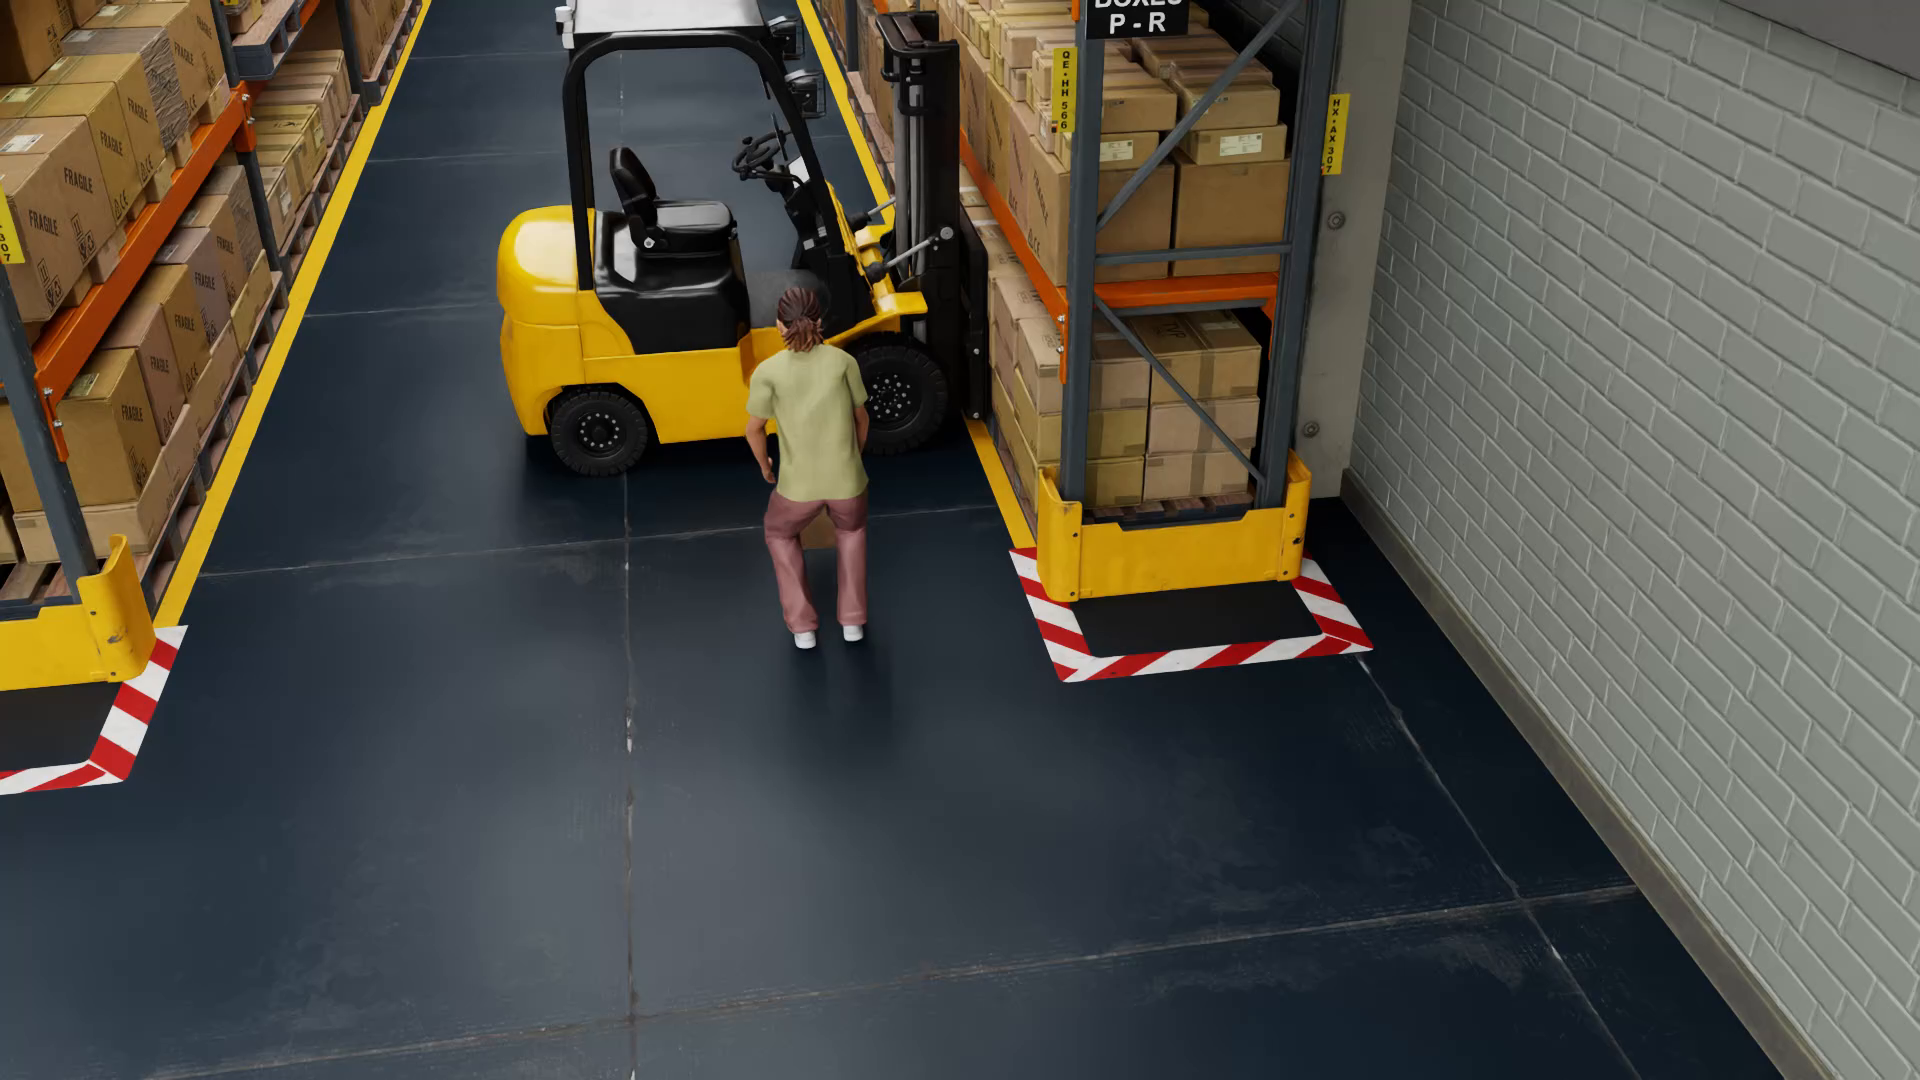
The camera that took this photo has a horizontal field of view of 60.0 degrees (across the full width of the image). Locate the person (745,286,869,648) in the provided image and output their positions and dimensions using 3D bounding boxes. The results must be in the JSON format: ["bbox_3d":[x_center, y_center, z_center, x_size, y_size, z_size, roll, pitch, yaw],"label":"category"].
[{"bbox_3d":[-0.608,-0.266,6.767,0.502,1.493,0.553,-5,31,-8],"label":"person"}]
